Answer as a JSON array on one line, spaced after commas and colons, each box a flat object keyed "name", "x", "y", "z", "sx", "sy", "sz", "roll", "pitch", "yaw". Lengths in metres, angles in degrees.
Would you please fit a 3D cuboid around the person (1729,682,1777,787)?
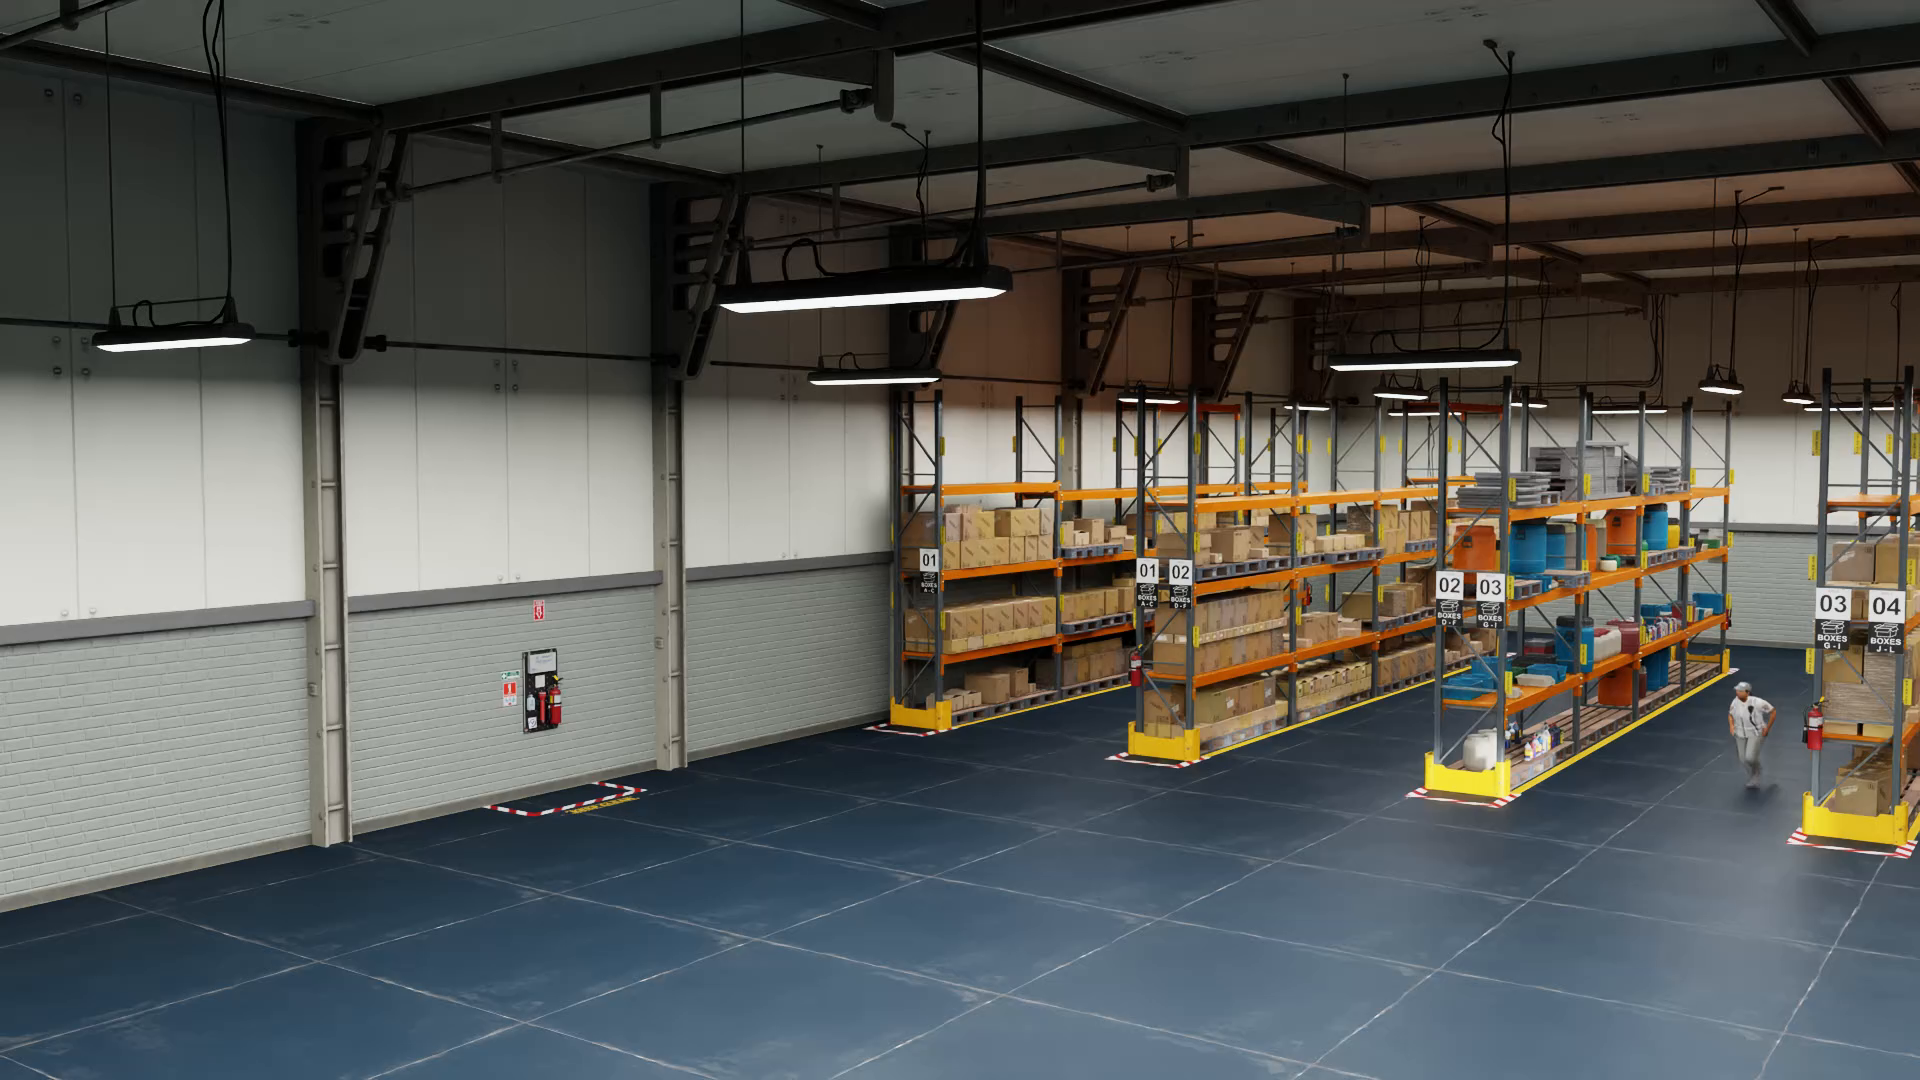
[{"name": "person", "x": 11.588, "y": 2.846, "z": 24.289, "sx": 0.730, "sy": 1.578, "sz": 0.666, "roll": -3, "pitch": 4, "yaw": -44}]
